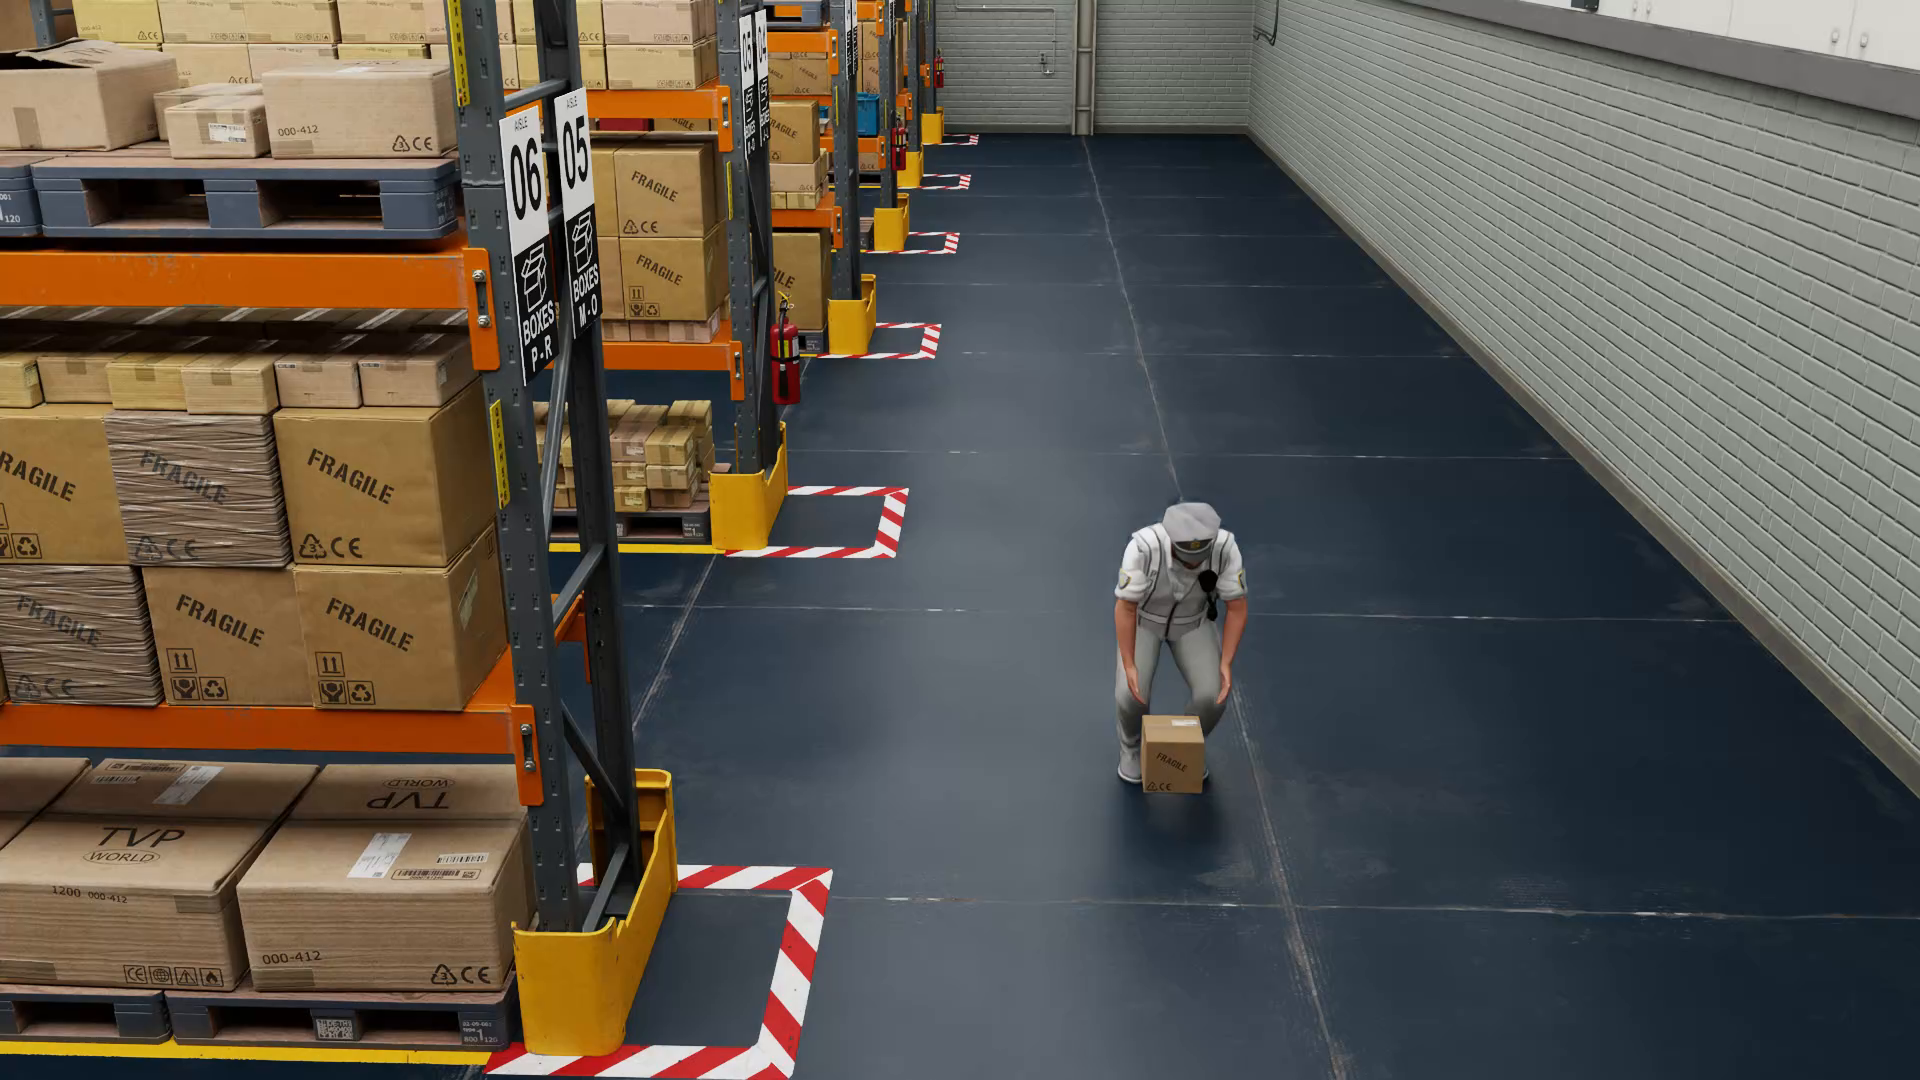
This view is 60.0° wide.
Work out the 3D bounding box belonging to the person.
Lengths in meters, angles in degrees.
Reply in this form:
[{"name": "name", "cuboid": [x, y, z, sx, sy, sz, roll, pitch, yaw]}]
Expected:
[{"name": "person", "cuboid": [0.982, 0.432, 7.505, 0.591, 1.412, 0.808, 1, 21, 2]}]
